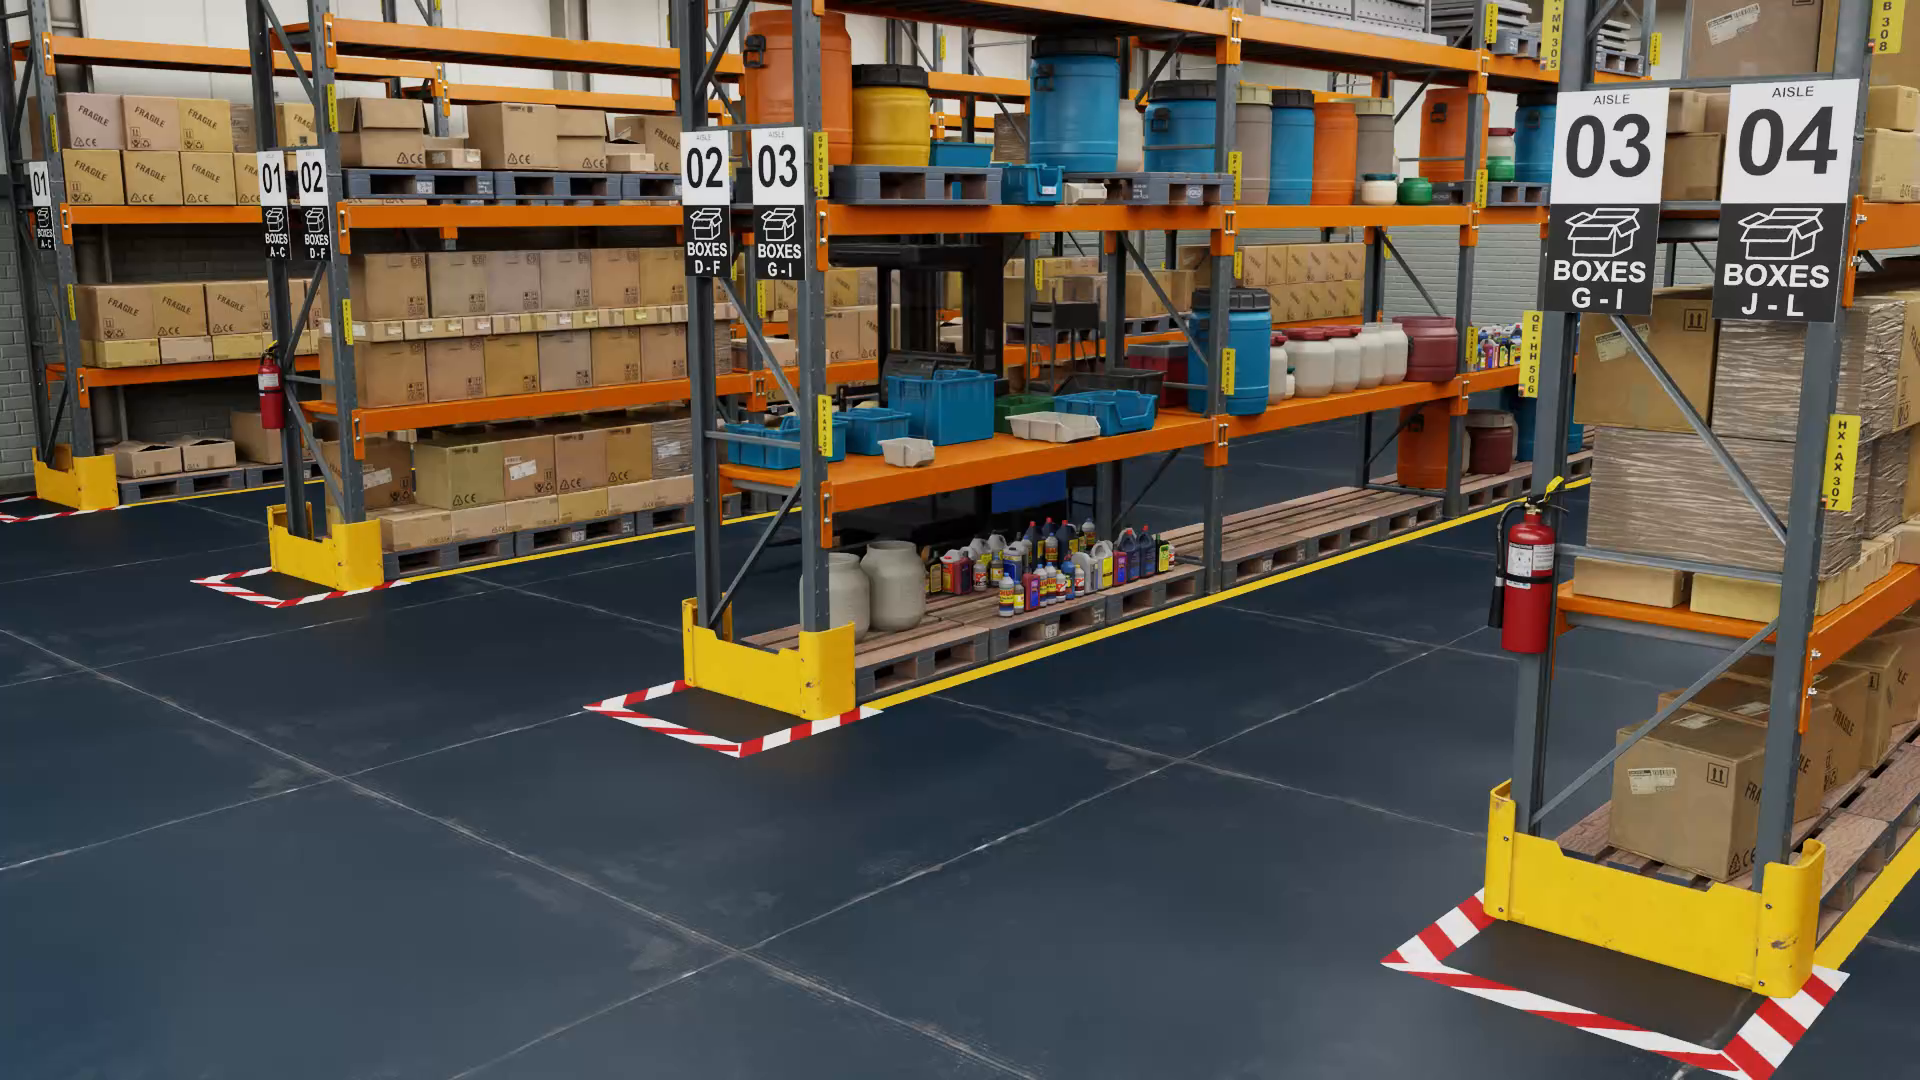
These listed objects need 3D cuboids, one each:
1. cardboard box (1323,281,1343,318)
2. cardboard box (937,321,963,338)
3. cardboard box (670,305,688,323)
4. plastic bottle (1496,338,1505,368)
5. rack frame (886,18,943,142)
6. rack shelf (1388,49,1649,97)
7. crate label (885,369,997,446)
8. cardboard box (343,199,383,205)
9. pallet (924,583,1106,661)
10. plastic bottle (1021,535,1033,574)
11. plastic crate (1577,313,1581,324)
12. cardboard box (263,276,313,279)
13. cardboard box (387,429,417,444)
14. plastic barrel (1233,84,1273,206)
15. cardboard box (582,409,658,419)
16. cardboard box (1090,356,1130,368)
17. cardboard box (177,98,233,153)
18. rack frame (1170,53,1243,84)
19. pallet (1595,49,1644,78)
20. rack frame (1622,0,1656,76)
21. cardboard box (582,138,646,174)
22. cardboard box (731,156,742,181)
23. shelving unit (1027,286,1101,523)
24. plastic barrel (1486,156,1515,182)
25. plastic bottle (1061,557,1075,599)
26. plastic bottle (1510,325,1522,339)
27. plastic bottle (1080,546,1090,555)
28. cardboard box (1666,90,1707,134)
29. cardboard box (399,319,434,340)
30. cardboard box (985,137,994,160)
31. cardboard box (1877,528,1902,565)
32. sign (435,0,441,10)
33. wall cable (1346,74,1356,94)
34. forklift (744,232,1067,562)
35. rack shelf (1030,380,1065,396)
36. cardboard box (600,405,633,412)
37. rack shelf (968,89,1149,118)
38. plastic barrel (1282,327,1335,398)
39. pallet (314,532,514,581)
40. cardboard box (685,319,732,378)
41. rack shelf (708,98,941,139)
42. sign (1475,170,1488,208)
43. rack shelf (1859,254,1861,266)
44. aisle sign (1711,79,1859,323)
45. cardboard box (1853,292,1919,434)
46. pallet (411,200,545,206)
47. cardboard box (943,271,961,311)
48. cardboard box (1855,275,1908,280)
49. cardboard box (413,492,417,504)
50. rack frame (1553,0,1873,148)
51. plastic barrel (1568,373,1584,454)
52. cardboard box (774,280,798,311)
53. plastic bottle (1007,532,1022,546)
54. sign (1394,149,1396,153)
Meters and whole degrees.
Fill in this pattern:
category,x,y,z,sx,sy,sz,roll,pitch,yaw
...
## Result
category,x,y,z,sx,sy,sz,roll,pitch,yaw
cardboard box,4.946,-3.343,23.035,0.500,0.500,0.500,10,15,41
cardboard box,-0.307,-2.217,17.881,0.500,0.311,0.500,10,15,40
cardboard box,-2.566,-2.003,14.672,0.380,0.149,0.250,9,15,39
plastic bottle,5.104,-1.773,15.728,0.061,0.283,0.133,10,15,40
rack frame,-0.654,-6.538,23.969,1.000,3.000,0.127,10,15,40
rack shelf,5.468,-4.414,16.192,1.077,0.370,4.000,10,15,40
crate label,-0.122,-0.873,10.831,0.502,0.435,0.616,10,15,40
cardboard box,-6.426,-3.770,17.462,0.500,0.500,0.500,8,14,36
pallet,0.227,0.503,11.153,1.003,0.211,1.213,10,15,40
plastic bottle,0.469,0.104,11.877,0.097,0.271,0.097,0,11,0
plastic crate,6.840,-2.449,18.704,0.392,0.384,0.575,10,15,40
cardboard box,-7.079,-2.533,17.650,0.500,0.500,0.500,10,15,42
cardboard box,-6.265,-1.163,18.484,0.380,0.166,0.250,7,14,33
plastic barrel,2.111,-3.054,12.904,0.600,0.901,0.600,0,11,0
cardboard box,-3.077,-0.902,15.102,0.500,0.500,0.500,10,15,40
cardboard box,1.907,-2.127,20.546,0.500,0.250,0.500,10,15,40
cardboard box,-7.440,-4.020,16.162,0.500,0.500,0.500,10,15,42
rack frame,3.070,-5.898,20.765,1.000,3.000,0.127,10,15,40
pallet,6.265,-4.842,16.984,1.003,0.211,1.213,10,15,40
rack frame,6.788,-5.257,17.556,1.000,3.000,0.127,10,15,40
cardboard box,-3.098,-3.361,14.522,0.500,0.311,0.500,9,14,37
cardboard box,-1.797,-3.472,15.587,0.500,0.250,0.500,-10,15,-42
shelving unit,0.913,-1.197,14.814,0.503,2.100,0.431,-6,12,-32
plastic barrel,5.020,-3.453,15.509,0.294,0.245,0.294,0,11,0
plastic bottle,0.724,0.251,11.137,0.097,0.271,0.097,0,11,0
plastic bottle,5.497,-1.951,16.447,0.144,0.351,0.185,10,15,40
plastic bottle,0.865,0.177,11.481,0.061,0.283,0.133,10,15,40
cardboard box,2.536,-1.583,6.186,0.380,0.149,0.250,10,15,40
cardboard box,-4.259,-1.627,12.786,0.380,0.149,0.250,9,15,39
cardboard box,0.362,-5.761,24.879,0.500,0.500,0.500,9,15,39
cardboard box,3.774,0.018,7.103,0.380,0.149,0.250,10,15,40
sign,-5.539,-5.785,17.612,0.100,0.325,0.005,10,15,40
wall cable,8.021,-8.516,28.909,3.097,2.526,0.112,10,15,40
forklift,-0.416,-1.345,13.460,1.130,2.935,3.031,10,15,40
rack shelf,0.913,-1.184,14.816,0.480,0.518,0.431,-6,12,-32
cardboard box,-4.465,-1.747,20.559,0.700,0.500,0.500,10,15,40
rack shelf,1.749,-5.055,19.401,1.077,0.370,4.000,10,15,40
plastic barrel,2.788,-1.425,13.340,0.433,0.535,0.433,0,11,0
pallet,-4.378,0.059,13.377,1.003,0.211,1.213,10,15,40
cardboard box,-2.499,-1.762,15.119,0.700,0.500,0.500,9,15,39
rack shelf,-1.974,-5.695,22.605,1.077,0.370,4.000,10,15,40
sign,4.565,-3.076,14.562,0.100,0.325,0.005,10,15,40
rack shelf,6.548,-1.910,10.294,1.077,0.370,4.000,10,15,40
aisle sign,2.772,-1.136,5.603,0.394,0.787,0.004,10,15,40
cardboard box,3.490,-0.713,6.553,0.500,0.500,0.500,10,15,40
pallet,-5.447,-3.875,18.774,1.213,0.211,1.003,10,15,40
cardboard box,-0.284,-3.821,24.916,0.980,0.700,0.700,10,15,41
cardboard box,4.411,-1.076,8.371,0.500,0.500,0.500,10,15,40
cardboard box,-4.399,-0.240,13.704,0.500,0.250,0.500,10,15,40
rack frame,2.587,-2.851,5.510,1.000,3.000,0.127,10,15,40
plastic barrel,6.416,-1.414,17.918,0.600,0.901,0.708,10,15,40
cardboard box,-2.429,-3.326,22.141,0.500,0.500,0.500,10,15,42
plastic bottle,0.398,0.090,11.914,0.061,0.283,0.133,11,15,43
sign,6.114,-5.375,23.545,0.100,0.325,0.005,10,15,40
